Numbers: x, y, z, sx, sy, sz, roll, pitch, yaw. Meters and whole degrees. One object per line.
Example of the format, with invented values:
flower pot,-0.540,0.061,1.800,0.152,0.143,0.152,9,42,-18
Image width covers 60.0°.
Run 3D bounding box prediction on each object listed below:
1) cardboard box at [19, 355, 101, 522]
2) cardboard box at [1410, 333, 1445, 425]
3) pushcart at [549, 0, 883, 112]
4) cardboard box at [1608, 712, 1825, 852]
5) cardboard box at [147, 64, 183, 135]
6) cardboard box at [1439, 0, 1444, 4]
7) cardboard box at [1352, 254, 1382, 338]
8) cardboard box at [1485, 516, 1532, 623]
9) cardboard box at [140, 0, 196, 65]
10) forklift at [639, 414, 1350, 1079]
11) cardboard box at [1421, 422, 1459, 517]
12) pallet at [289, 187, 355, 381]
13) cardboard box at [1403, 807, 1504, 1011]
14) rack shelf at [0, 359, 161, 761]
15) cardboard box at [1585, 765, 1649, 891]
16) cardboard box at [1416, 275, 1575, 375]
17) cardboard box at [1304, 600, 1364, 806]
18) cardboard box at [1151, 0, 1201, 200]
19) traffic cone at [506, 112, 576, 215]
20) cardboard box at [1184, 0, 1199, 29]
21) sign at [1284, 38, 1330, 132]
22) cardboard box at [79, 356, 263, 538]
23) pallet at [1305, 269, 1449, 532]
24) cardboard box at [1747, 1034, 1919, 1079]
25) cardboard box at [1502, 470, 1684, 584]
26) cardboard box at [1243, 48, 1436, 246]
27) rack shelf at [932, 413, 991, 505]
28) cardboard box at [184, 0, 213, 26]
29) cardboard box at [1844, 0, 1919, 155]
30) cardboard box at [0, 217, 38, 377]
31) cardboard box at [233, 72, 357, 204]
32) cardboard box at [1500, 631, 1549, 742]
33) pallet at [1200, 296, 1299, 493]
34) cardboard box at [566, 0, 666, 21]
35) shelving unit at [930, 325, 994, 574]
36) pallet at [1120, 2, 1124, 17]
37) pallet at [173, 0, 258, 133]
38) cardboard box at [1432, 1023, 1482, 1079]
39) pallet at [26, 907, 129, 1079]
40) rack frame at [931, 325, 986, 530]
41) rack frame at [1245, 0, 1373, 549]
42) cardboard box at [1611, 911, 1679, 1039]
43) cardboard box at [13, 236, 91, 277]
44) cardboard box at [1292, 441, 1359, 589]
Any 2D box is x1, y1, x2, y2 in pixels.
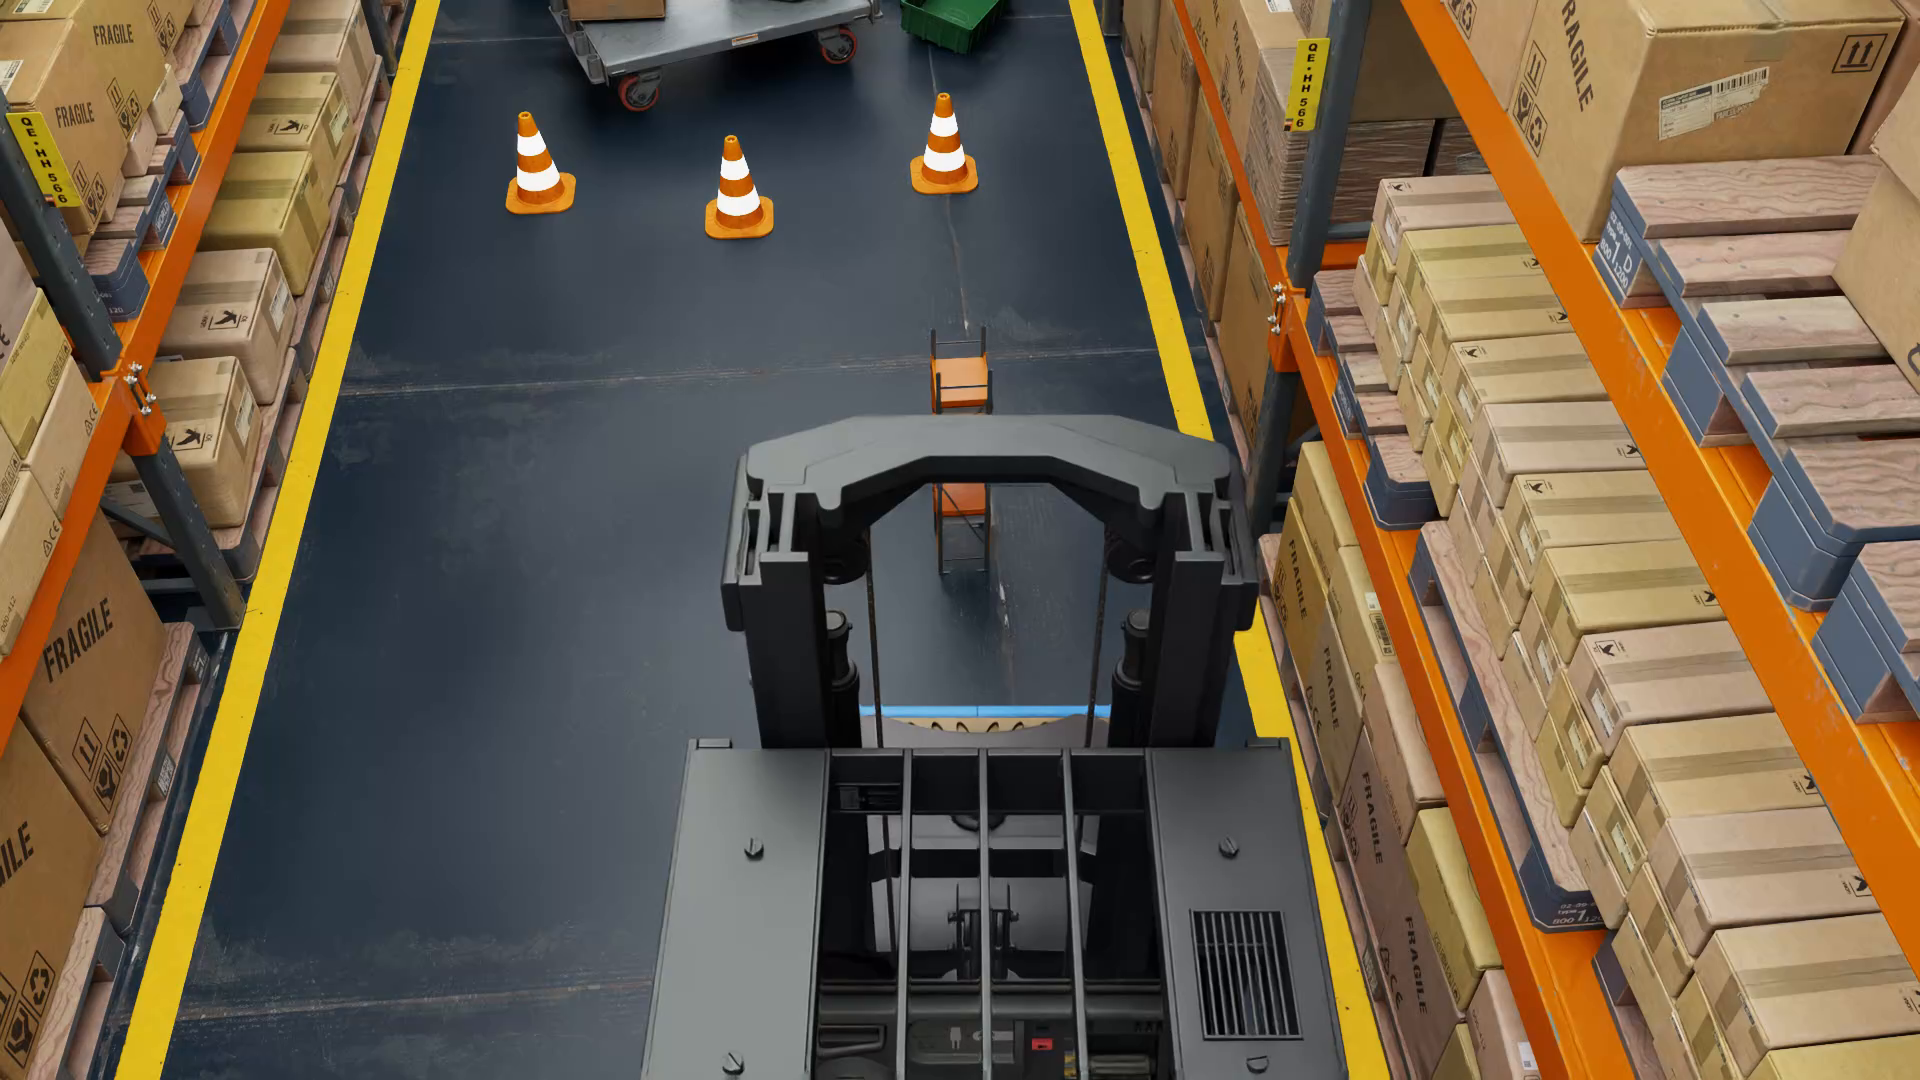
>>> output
cardboard box,-2.978,-0.294,5.066,0.500,0.250,0.500,-5,47,-5
cardboard box,1.536,-0.479,4.817,0.380,0.149,0.250,-5,47,-5
pushcart,-1.346,-2.863,9.201,1.648,0.377,0.936,-19,49,-17
cardboard box,1.669,0.534,3.653,0.380,0.149,0.250,-5,47,-5
cardboard box,-3.091,-1.608,6.091,0.380,0.149,0.250,-3,47,-3
cardboard box,1.427,-1.706,4.165,0.500,0.500,0.500,-3,47,-3
cardboard box,1.481,-0.792,5.318,0.380,0.149,0.250,-4,47,-4
cardboard box,1.594,0.064,4.303,0.380,0.149,0.250,-4,47,-4
cardboard box,-3.188,-2.077,6.088,0.500,0.500,0.500,-3,47,-3
forklift,0.052,1.283,3.516,1.130,2.935,3.031,0,47,0
cardboard box,1.551,-0.207,4.764,0.380,0.149,0.250,-2,47,-1
pallet,-3.442,-1.183,7.725,1.003,0.211,1.213,-3,47,-3
cardboard box,1.577,1.004,4.649,0.500,0.250,0.500,-5,47,-5
rack shelf,-3.112,0.999,4.234,1.077,0.370,4.000,-3,47,-3
cardboard box,1.661,0.632,3.764,0.380,0.149,0.250,-6,47,-5
cardboard box,1.532,-0.614,4.740,0.380,0.149,0.250,-4,47,-4
cardboard box,1.495,0.536,5.609,0.500,0.500,0.500,-3,47,-3
cardboard box,1.529,-2.193,8.021,1.050,0.750,0.750,-3,47,-3
traffic cone,-2.115,-1.905,8.236,0.336,0.463,0.334,-3,47,-3
cardboard box,1.210,-2.507,6.989,0.500,0.500,0.500,-3,47,-3
sign,1.092,-1.432,5.243,0.100,0.325,0.005,-3,47,-3
cardboard box,-3.317,-0.346,6.532,0.950,0.372,0.625,-6,47,-6
pallet,1.811,-0.495,5.285,1.213,0.211,1.003,-3,47,-3
cardboard box,1.728,1.089,3.127,0.380,0.149,0.250,-5,47,-4
cardboard box,1.602,-0.035,4.192,0.380,0.149,0.250,-2,47,-2
cardboard box,1.340,-1.414,5.954,0.500,0.500,0.500,-3,47,-3
rack shelf,0.004,-0.315,6.340,0.215,0.259,0.240,-3,47,-3
cardboard box,-3.208,-2.173,6.625,0.380,0.149,0.250,-2,47,-2
cardboard box,2.038,-1.015,3.510,0.500,0.500,0.500,-3,47,-3
cardboard box,-2.975,-0.716,4.604,0.500,0.500,0.500,-5,47,-4
cardboard box,-3.504,-1.931,8.034,0.950,0.372,0.625,-1,47,-1
cardboard box,1.615,0.356,4.231,0.380,0.149,0.250,-5,47,-5
pallet,1.654,-0.686,7.254,1.003,0.211,1.213,-3,47,-3
cardboard box,-1.843,-3.121,8.840,0.500,0.500,0.500,-3,47,-3
shelving unit,0.004,-0.322,6.332,0.215,1.050,0.252,-3,47,-3
pallet,1.324,-3.560,9.976,1.003,0.211,1.213,-3,47,-3
pallet,-3.486,-2.060,6.767,1.003,0.211,1.213,-3,47,-3
cardboard box,1.624,1.648,4.556,0.500,0.500,0.500,-4,47,-4
pallet,-3.189,1.719,4.977,1.003,0.211,1.213,-3,47,-3
rack frame,-0.006,-0.411,6.416,0.200,1.050,0.008,-3,47,-3
rack frame,1.645,-1.070,5.697,1.000,3.000,0.127,-3,47,-3
cardboard box,1.687,0.941,3.676,0.380,0.149,0.250,-6,47,-5
cardboard box,-3.121,-1.000,5.515,0.380,0.149,0.250,-6,47,-6
cardboard box,1.461,-0.099,5.694,0.500,0.250,0.500,-5,47,-5
